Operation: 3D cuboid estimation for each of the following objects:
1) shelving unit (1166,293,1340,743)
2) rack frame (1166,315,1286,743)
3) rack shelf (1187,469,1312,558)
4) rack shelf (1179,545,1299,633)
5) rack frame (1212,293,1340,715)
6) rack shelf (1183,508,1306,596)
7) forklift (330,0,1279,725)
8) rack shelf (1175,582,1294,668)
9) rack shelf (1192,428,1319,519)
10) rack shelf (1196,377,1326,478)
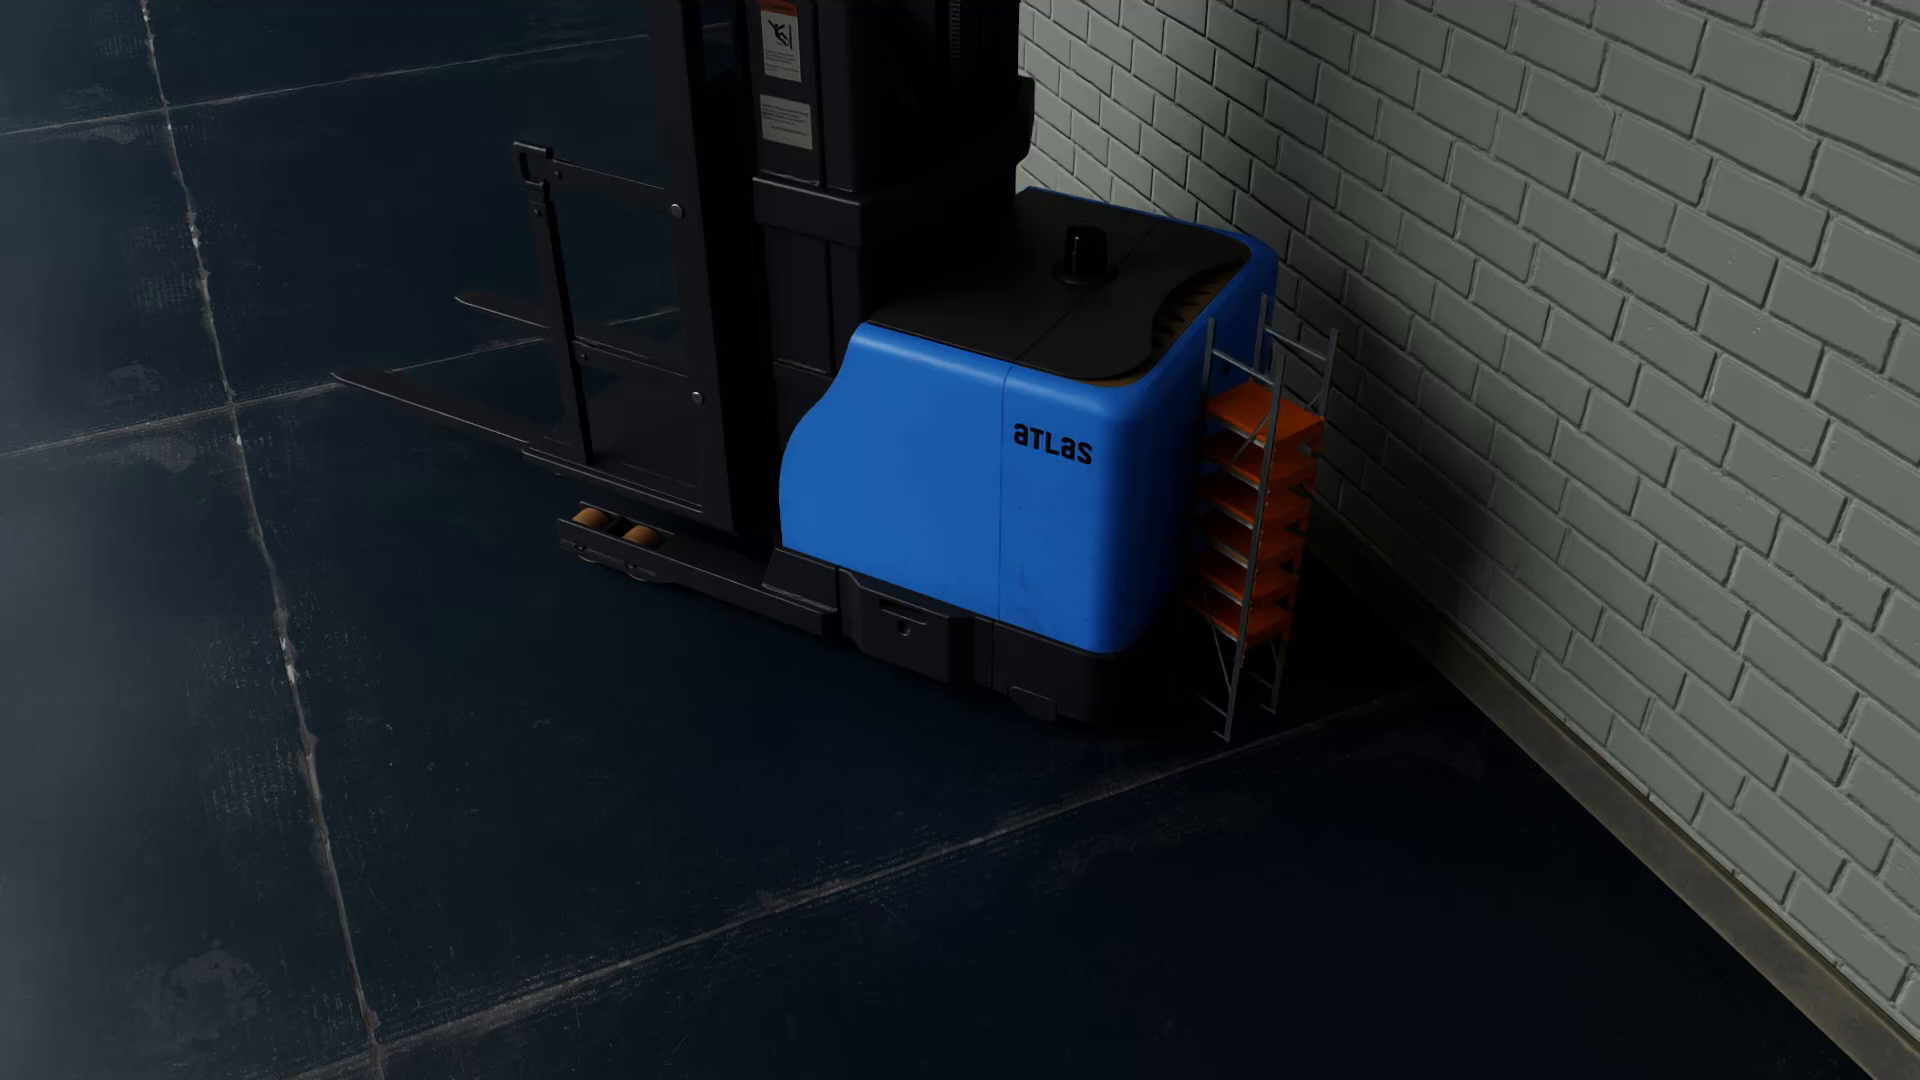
[{"bbox_3d":[0.733,-0.025,4.274,0.189,1.200,0.258,-25,43,-31],"label":"shelving unit"},{"bbox_3d":[0.662,0.008,4.227,0.006,1.200,0.240,-25,43,-31],"label":"rack frame"},{"bbox_3d":[0.734,-0.086,4.230,0.180,0.103,0.258,-25,43,-31],"label":"rack shelf"},{"bbox_3d":[0.731,0.108,4.371,0.180,0.103,0.258,-25,43,-31],"label":"rack shelf"},{"bbox_3d":[0.804,-0.058,4.321,0.006,1.200,0.240,-25,43,-31],"label":"rack frame"},{"bbox_3d":[0.733,0.011,4.300,0.180,0.103,0.258,-25,43,-31],"label":"rack shelf"},{"bbox_3d":[-0.653,-1.307,4.552,3.031,2.935,1.130,18,40,23],"label":"forklift"},{"bbox_3d":[0.730,0.205,4.441,0.180,0.103,0.258,-25,43,-31],"label":"rack shelf"},{"bbox_3d":[0.736,-0.183,4.159,0.180,0.103,0.258,-25,43,-31],"label":"rack shelf"},{"bbox_3d":[0.737,-0.280,4.089,0.180,0.103,0.258,-25,43,-31],"label":"rack shelf"}]
